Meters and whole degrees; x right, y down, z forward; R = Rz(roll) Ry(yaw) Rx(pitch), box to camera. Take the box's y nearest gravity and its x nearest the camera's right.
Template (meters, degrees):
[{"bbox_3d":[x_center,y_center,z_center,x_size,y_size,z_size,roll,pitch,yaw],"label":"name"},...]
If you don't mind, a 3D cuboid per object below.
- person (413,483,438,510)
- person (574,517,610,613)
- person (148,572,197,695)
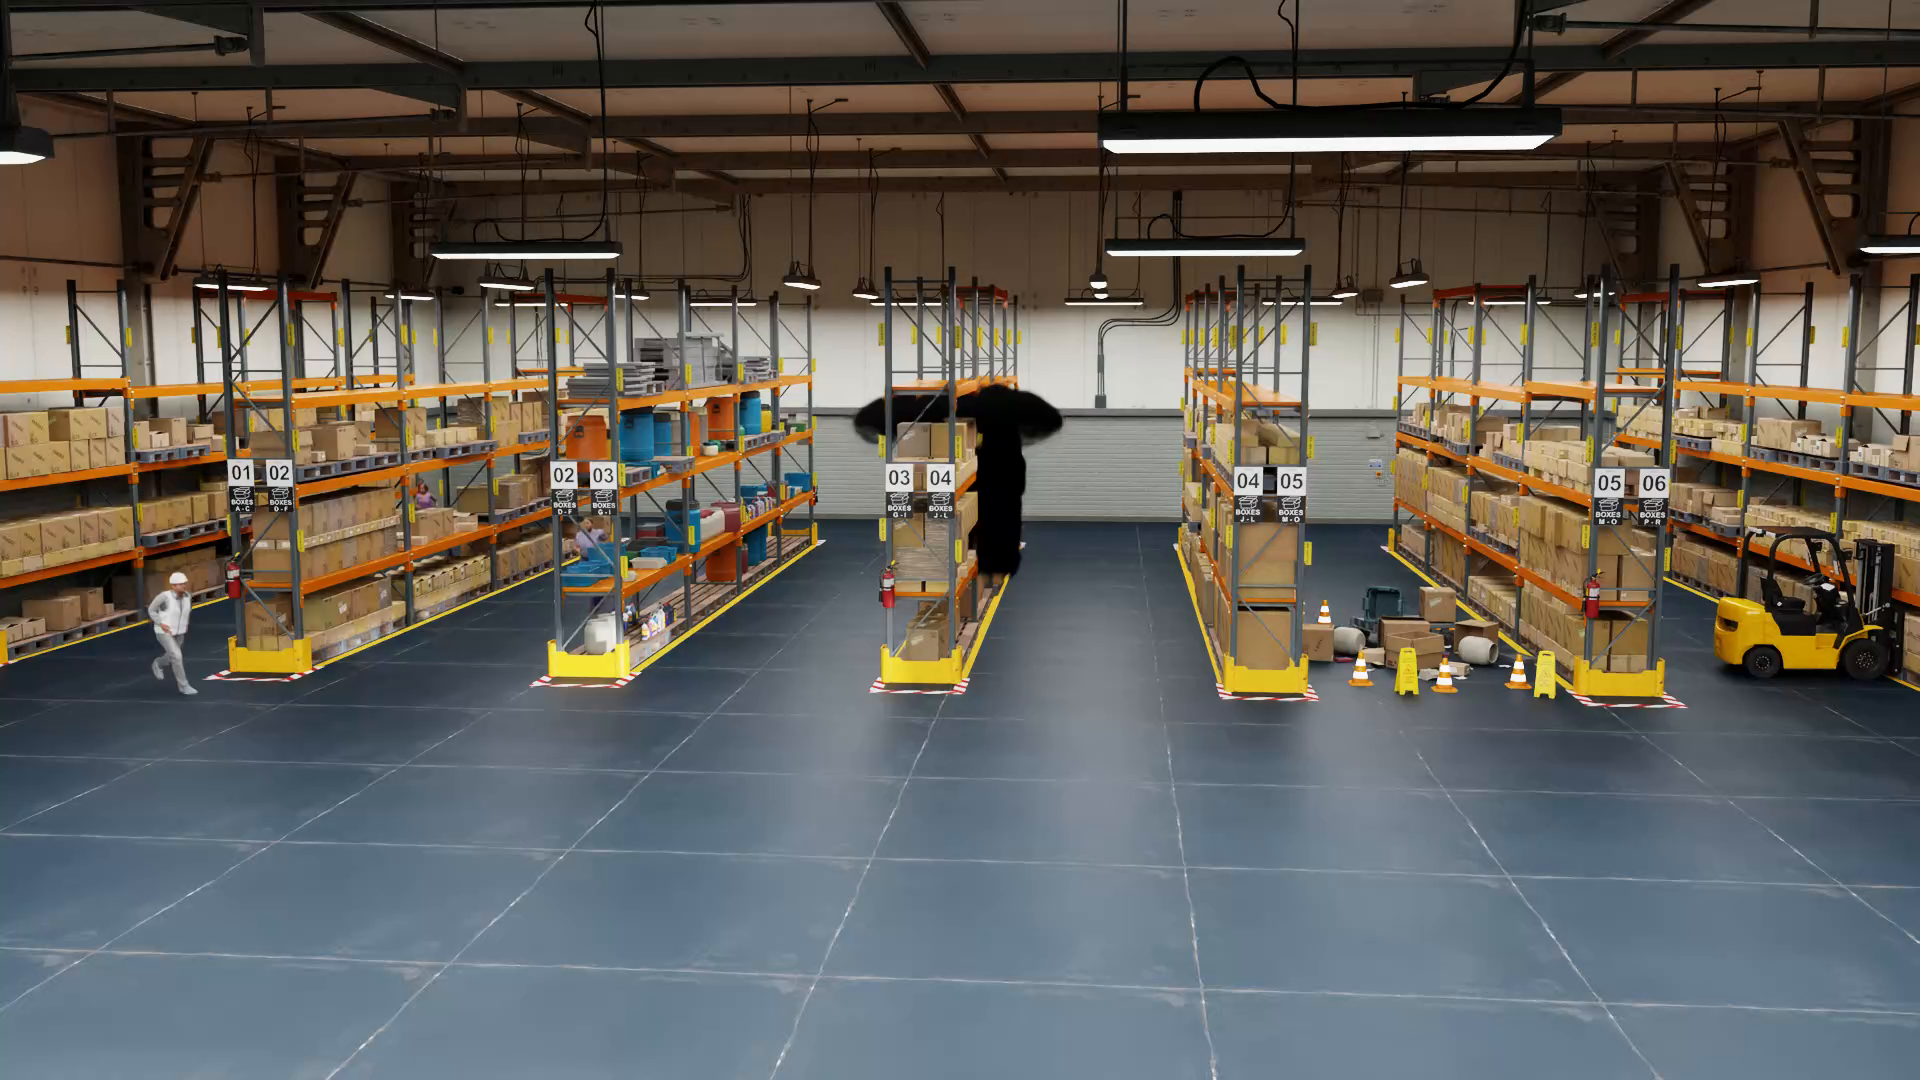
[{"bbox_3d":[-12.472,-0.521,38.815,0.504,1.626,0.825,0,7,3],"label":"person"},{"bbox_3d":[-6.452,0.394,29.138,0.545,1.645,0.924,1,7,11],"label":"person"},{"bbox_3d":[-11.217,1.300,23.552,0.986,1.732,0.648,4,8,32],"label":"person"}]
